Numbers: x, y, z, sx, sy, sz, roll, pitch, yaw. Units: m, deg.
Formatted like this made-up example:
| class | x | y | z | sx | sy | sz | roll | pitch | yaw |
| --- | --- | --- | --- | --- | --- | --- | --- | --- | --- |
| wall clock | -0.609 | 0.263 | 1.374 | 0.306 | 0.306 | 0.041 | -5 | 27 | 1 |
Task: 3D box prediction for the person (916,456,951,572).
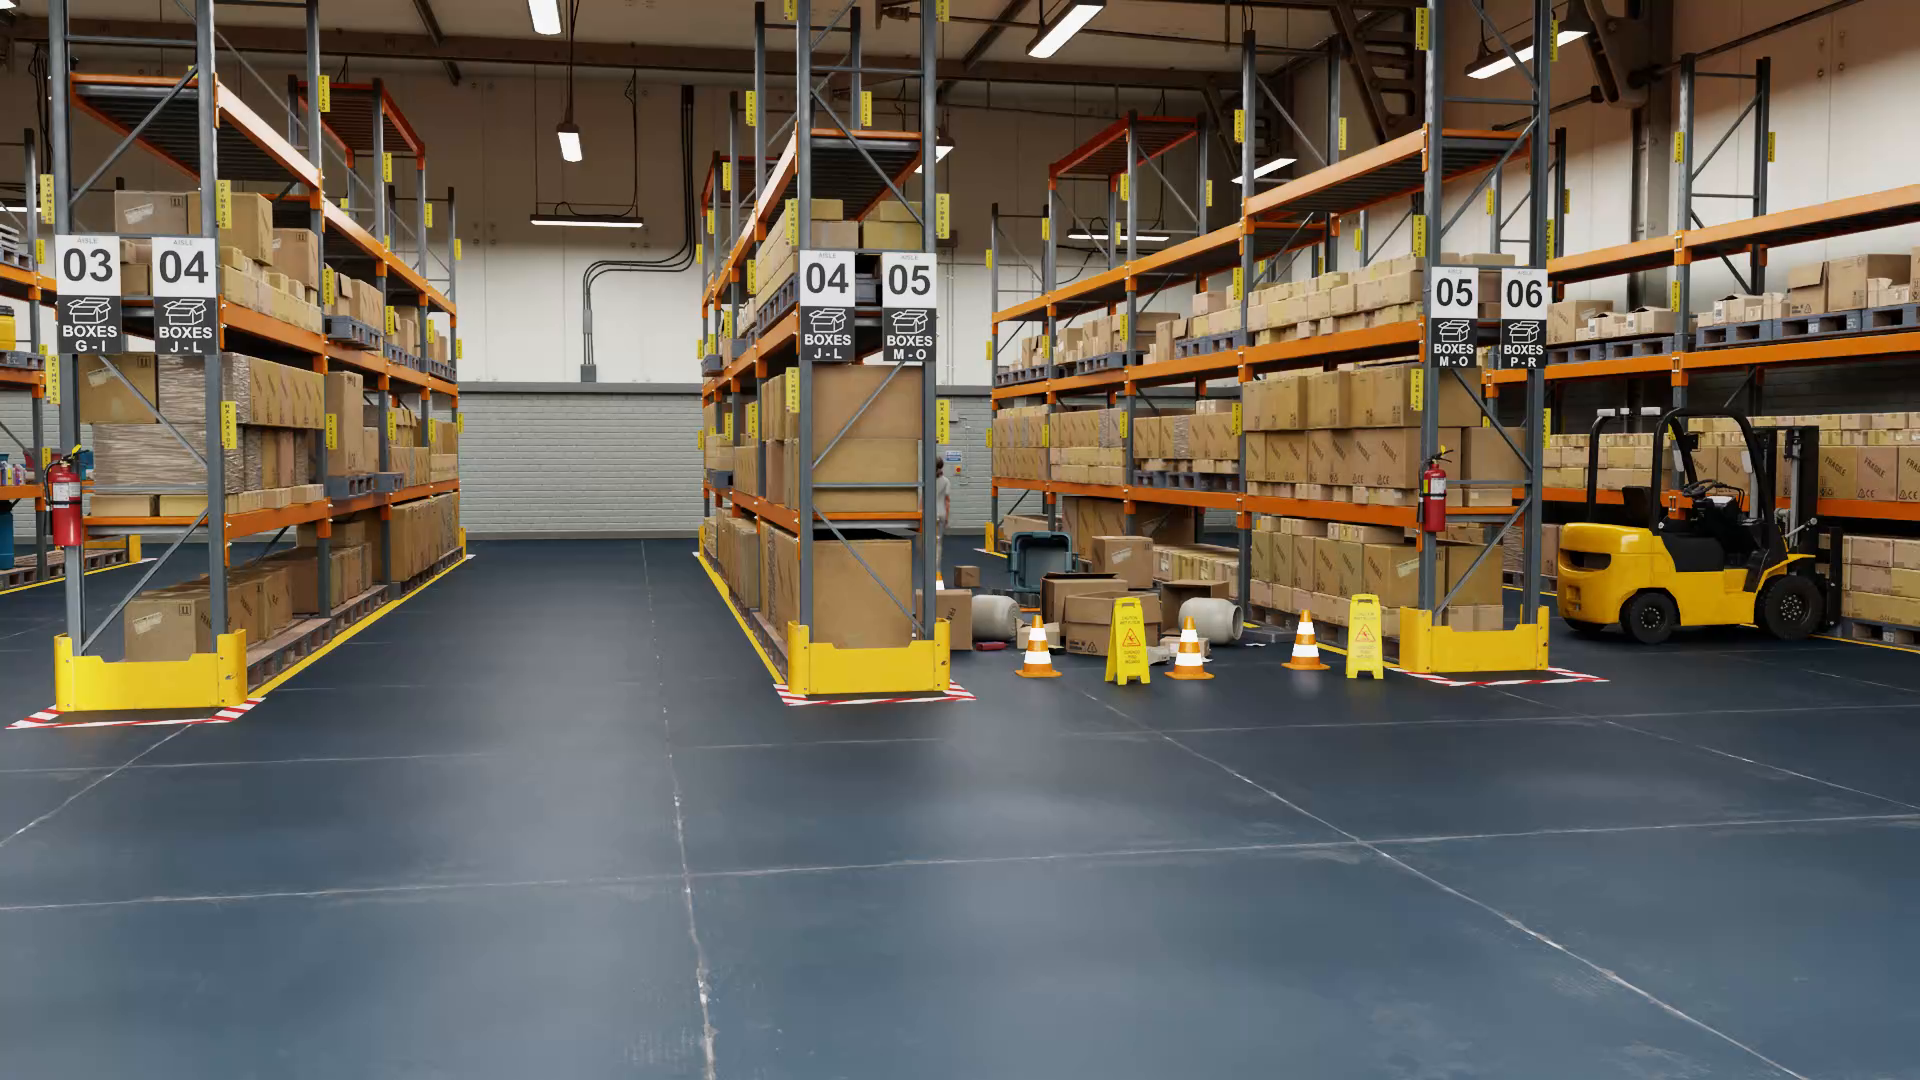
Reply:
| class | x | y | z | sx | sy | sz | roll | pitch | yaw |
| --- | --- | --- | --- | --- | --- | --- | --- | --- | --- |
| person | -0.347 | -0.292 | 22.168 | 0.442 | 1.657 | 0.473 | -1 | 3 | -17 |
